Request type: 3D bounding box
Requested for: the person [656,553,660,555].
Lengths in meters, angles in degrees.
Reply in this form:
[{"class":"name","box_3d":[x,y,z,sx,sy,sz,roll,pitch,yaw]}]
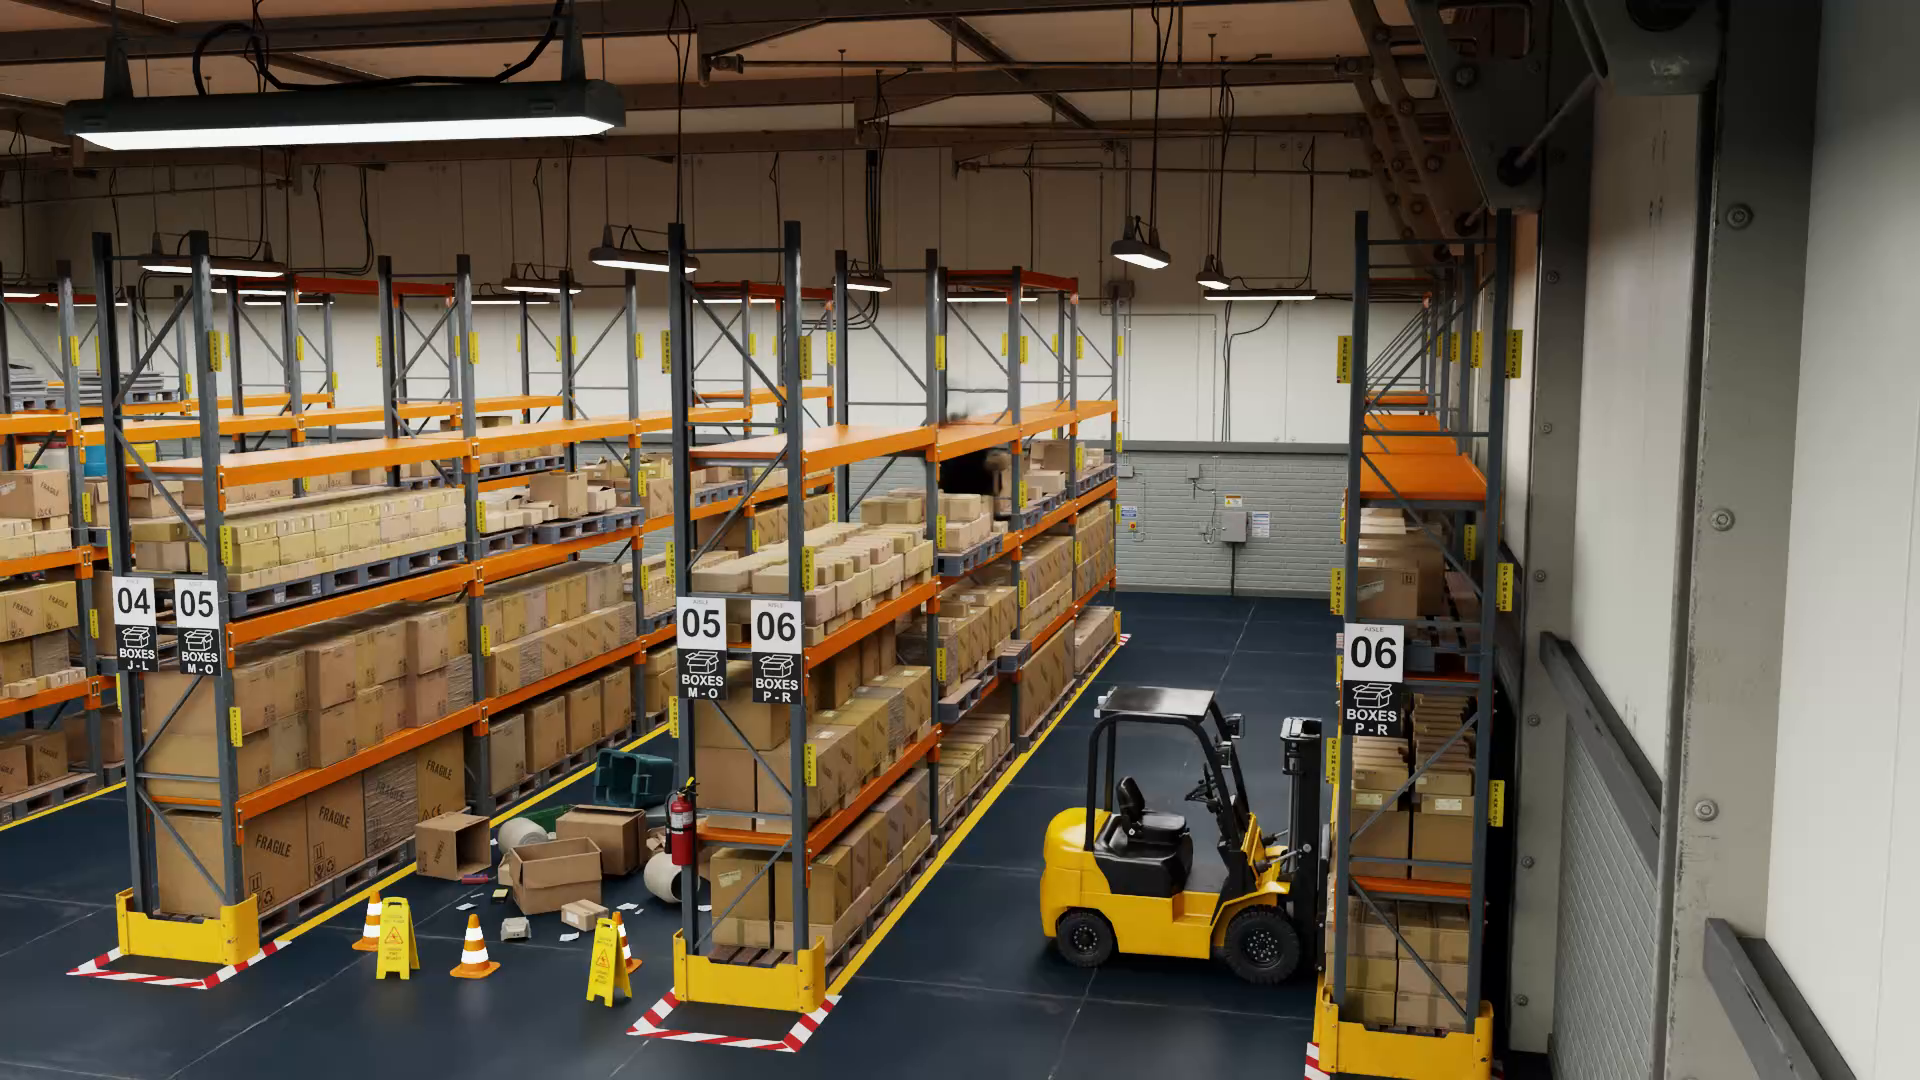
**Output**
[{"class":"person","box_3d":[-5.011,1.005,27.633,0.513,1.565,0.634,2,7,12]}]
